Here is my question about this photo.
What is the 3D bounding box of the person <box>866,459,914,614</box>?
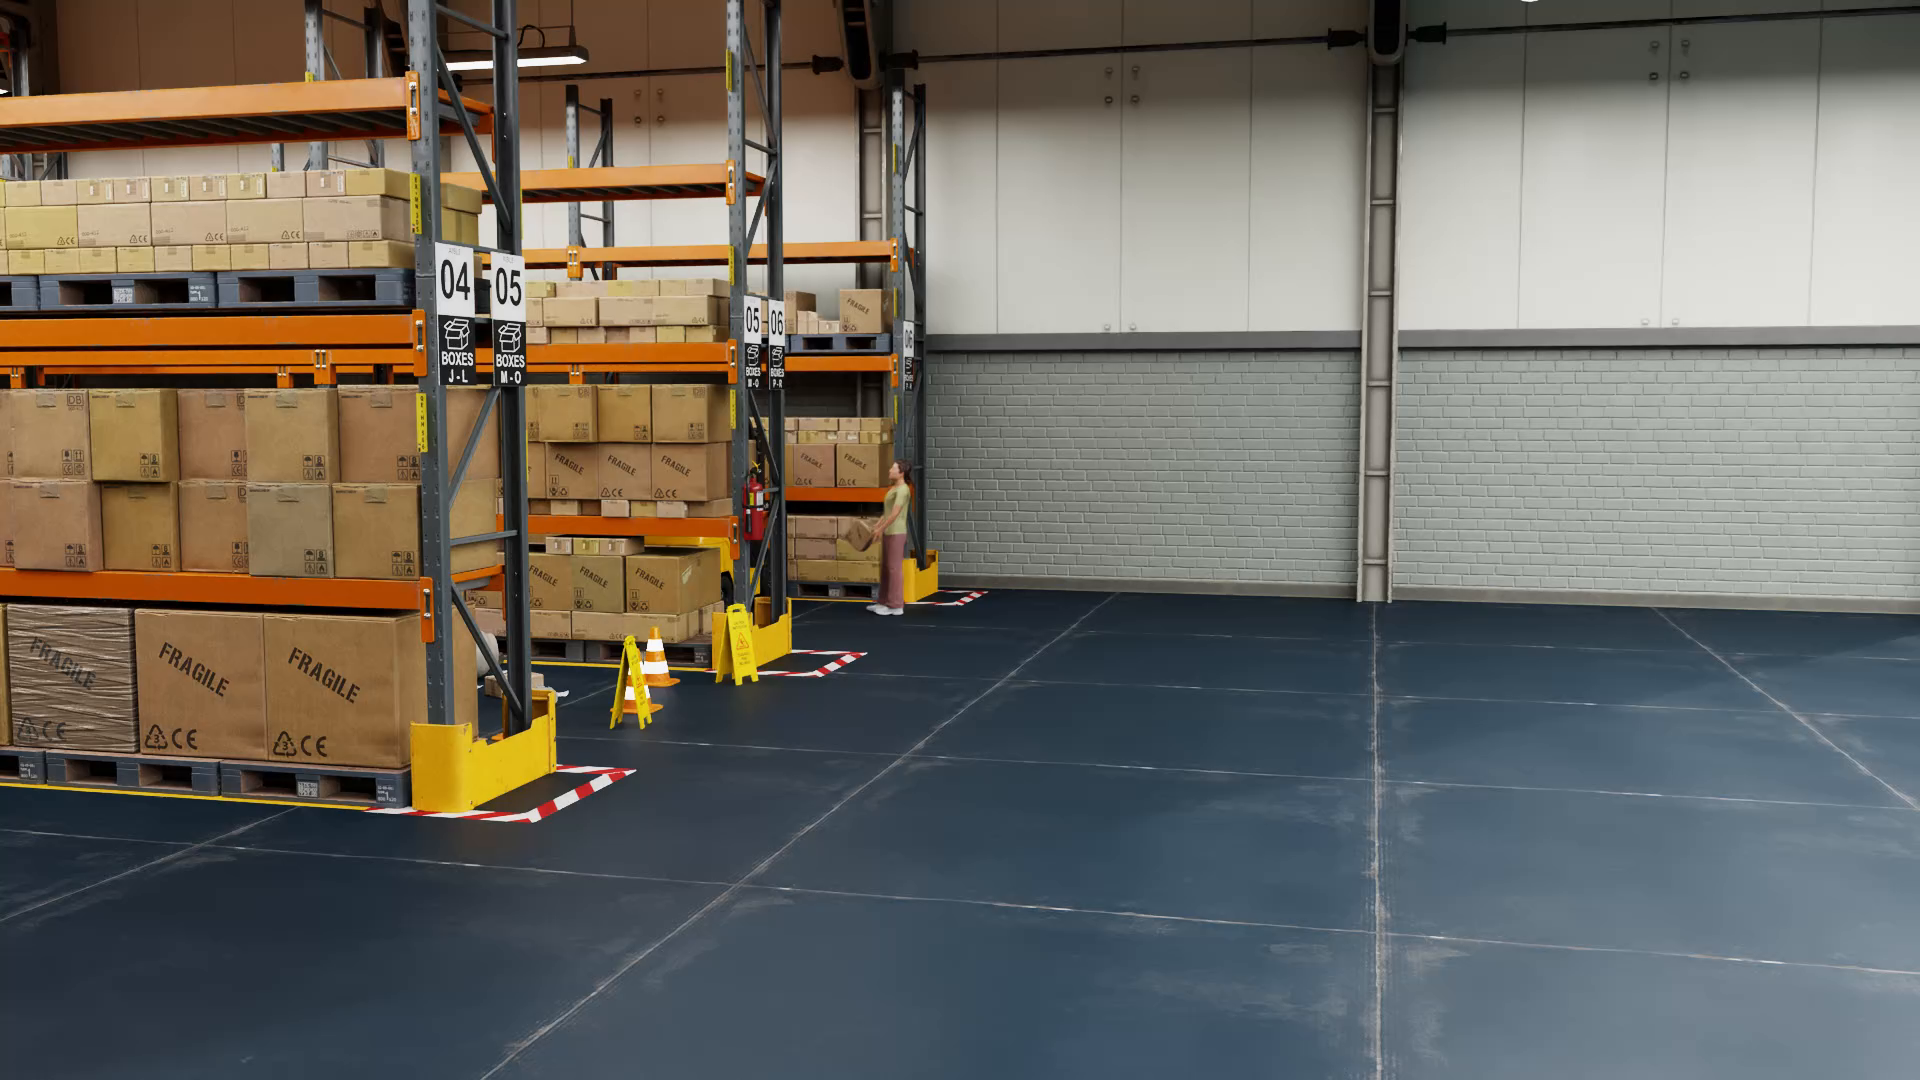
[{"bbox_3d":[-0.745,-0.039,17.940,0.494,1.676,0.516,-1,5,-10],"label":"person"}]
